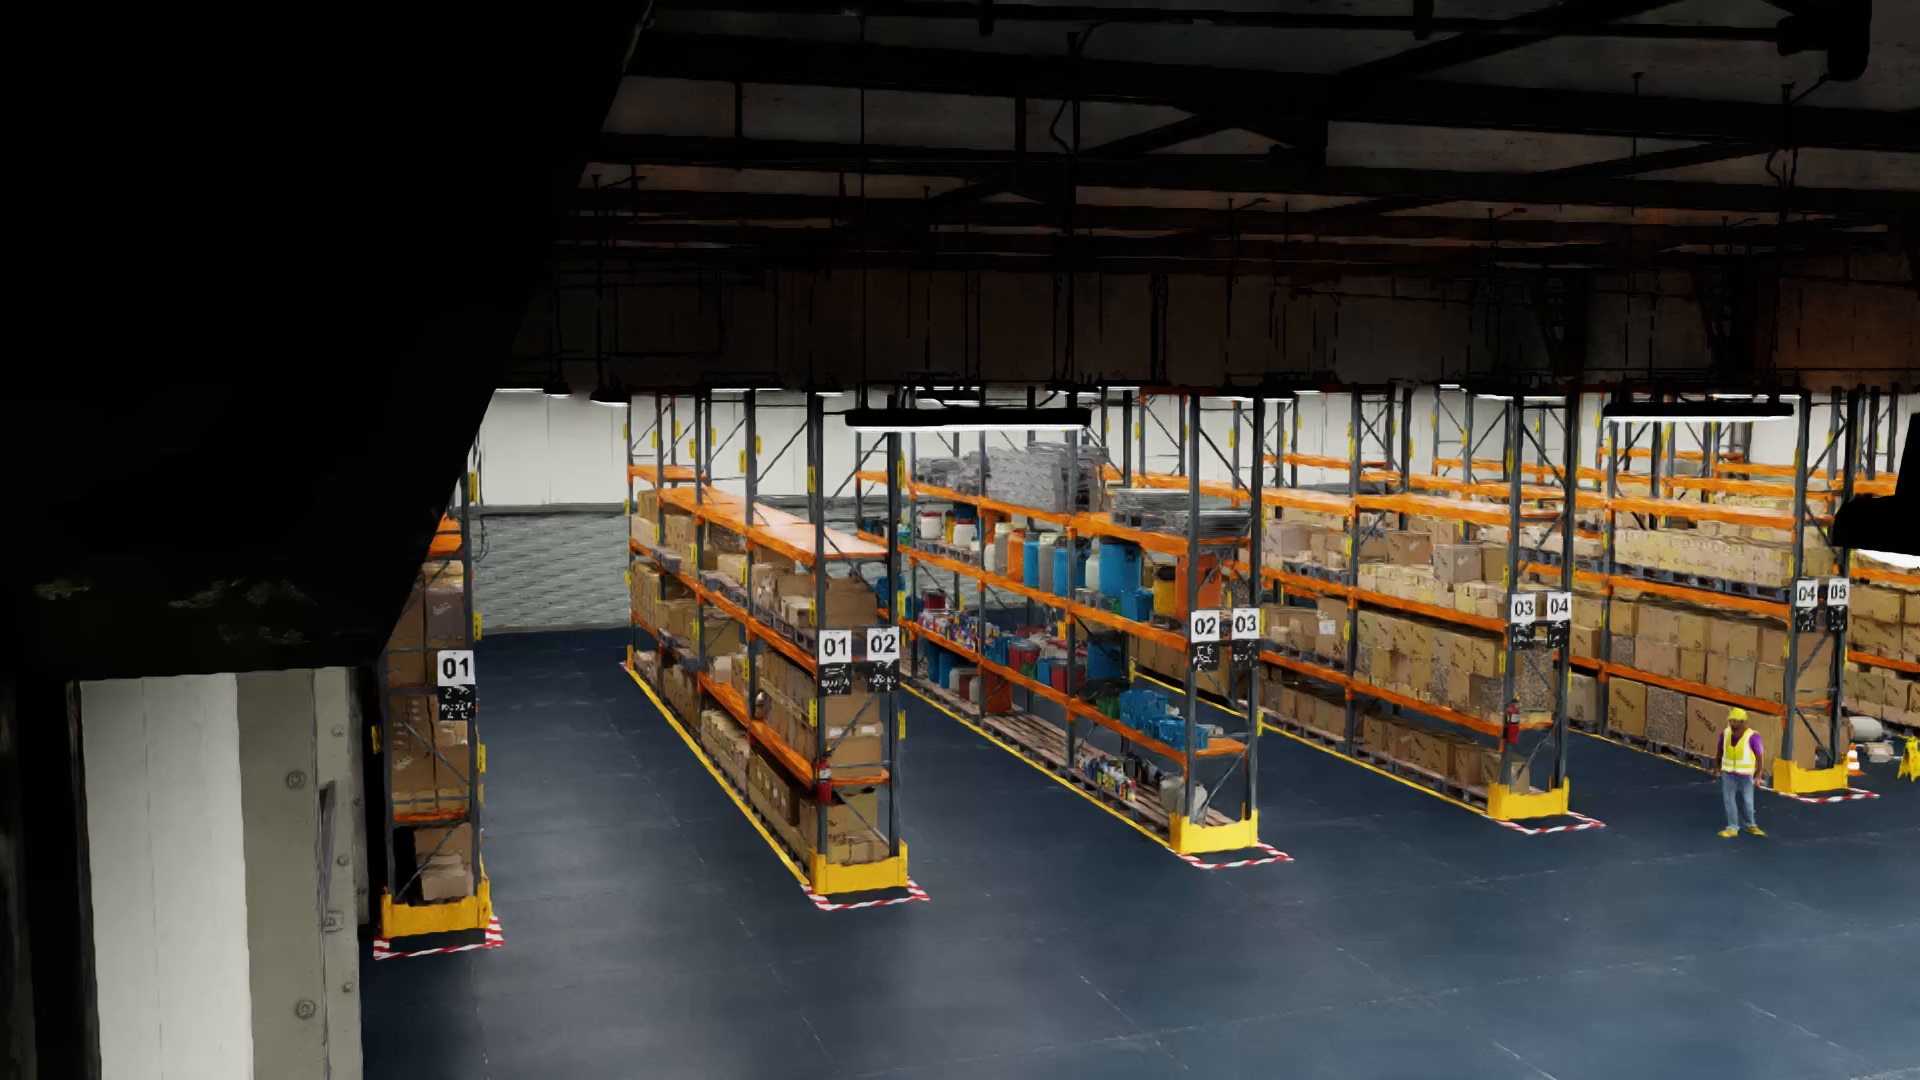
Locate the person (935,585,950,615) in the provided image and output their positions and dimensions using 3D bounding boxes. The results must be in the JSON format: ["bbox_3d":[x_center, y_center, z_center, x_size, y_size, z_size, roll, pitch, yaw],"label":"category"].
[{"bbox_3d":[-0.419,1.810,35.570,0.365,1.679,0.586,-4,7,-33],"label":"person"}]

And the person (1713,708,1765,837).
[{"bbox_3d":[10.573,3.140,22.554,0.660,1.760,0.541,6,8,44],"label":"person"}]

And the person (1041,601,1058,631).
[{"bbox_3d":[2.170,1.398,40.182,0.476,1.590,0.488,2,6,20],"label":"person"}]

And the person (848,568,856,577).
[{"bbox_3d":[-2.609,1.479,38.974,0.441,1.651,0.627,1,6,12],"label":"person"}]
